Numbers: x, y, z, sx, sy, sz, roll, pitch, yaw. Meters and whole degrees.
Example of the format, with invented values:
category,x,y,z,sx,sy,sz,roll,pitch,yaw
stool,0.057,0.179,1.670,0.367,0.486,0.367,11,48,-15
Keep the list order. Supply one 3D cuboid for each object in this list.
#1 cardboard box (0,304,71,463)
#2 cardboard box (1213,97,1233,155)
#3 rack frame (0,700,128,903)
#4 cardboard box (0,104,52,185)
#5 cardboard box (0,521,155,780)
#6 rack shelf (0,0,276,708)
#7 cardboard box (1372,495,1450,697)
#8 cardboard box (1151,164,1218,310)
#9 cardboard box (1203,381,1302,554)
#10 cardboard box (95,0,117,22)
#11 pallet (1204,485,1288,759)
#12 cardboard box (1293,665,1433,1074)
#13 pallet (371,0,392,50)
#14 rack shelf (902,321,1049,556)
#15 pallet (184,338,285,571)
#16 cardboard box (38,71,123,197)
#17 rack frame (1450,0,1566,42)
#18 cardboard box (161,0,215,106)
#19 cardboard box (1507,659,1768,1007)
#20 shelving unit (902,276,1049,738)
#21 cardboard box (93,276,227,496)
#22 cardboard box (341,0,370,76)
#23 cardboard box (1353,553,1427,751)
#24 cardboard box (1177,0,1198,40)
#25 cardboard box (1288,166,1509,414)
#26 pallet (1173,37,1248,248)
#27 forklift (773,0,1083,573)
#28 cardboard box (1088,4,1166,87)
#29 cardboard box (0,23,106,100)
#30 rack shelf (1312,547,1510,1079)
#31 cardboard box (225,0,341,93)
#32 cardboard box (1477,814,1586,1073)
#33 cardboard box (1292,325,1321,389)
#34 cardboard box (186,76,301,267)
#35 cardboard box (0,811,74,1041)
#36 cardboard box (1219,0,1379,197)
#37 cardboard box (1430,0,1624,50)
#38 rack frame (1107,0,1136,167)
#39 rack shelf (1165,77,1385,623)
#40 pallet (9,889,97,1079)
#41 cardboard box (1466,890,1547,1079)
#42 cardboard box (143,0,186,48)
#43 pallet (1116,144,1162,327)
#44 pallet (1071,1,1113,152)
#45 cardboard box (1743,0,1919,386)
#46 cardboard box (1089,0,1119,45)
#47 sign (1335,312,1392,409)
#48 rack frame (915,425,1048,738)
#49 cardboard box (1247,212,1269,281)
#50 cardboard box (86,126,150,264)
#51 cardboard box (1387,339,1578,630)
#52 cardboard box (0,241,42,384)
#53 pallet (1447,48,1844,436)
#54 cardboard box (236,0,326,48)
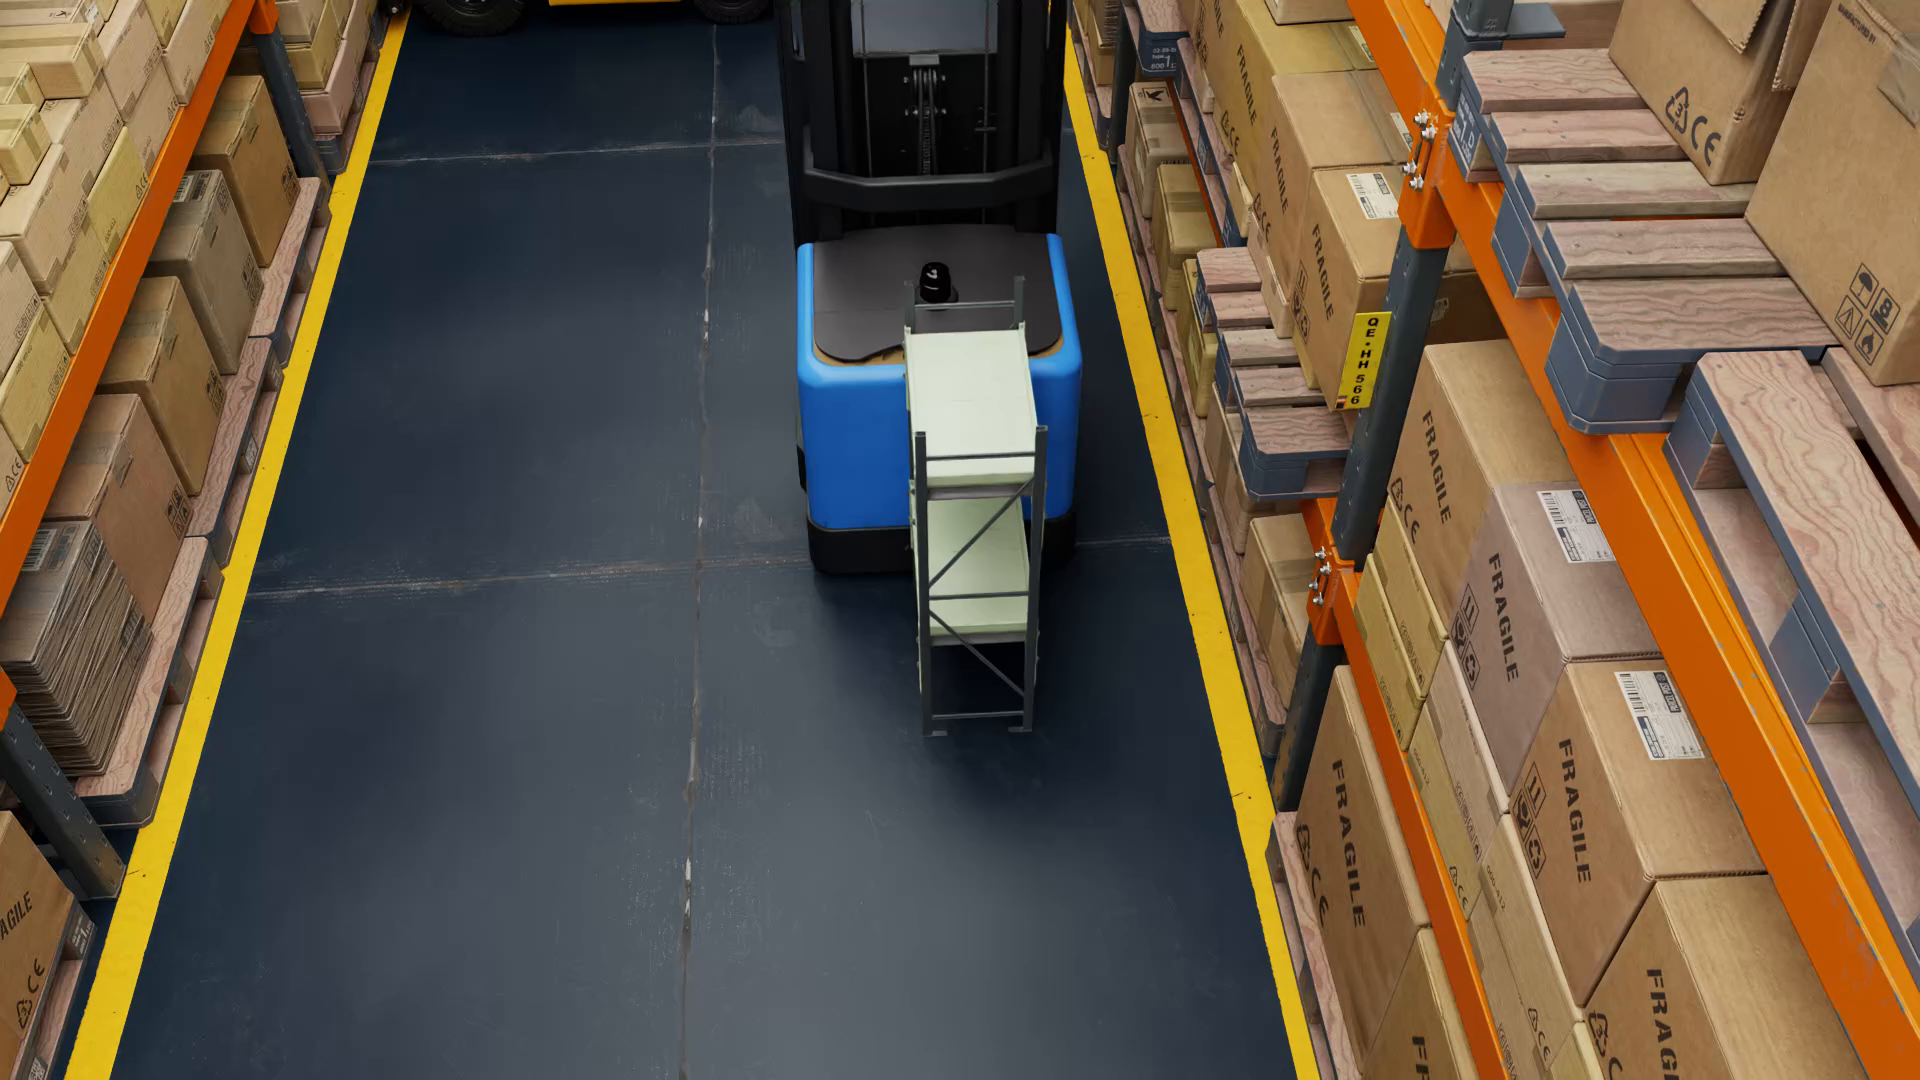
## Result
category,x,y,z,sx,sy,sz,roll,pitch,yaw
cardboard box,-3.171,-0.483,5.245,0.500,0.250,0.500,-4,47,-4
cardboard box,1.135,-1.536,6.023,0.380,0.149,0.250,-5,47,-5
rack frame,-3.340,0.165,4.528,1.000,3.000,0.127,-3,47,-3
cardboard box,-3.192,-1.274,5.375,0.380,0.149,0.250,-3,47,-2
cardboard box,-3.379,0.385,5.665,0.875,0.625,0.625,-2,47,-2
rack shelf,-3.508,-1.034,6.159,1.077,0.370,4.000,-3,47,-3
cardboard box,1.402,0.122,4.327,0.500,0.250,0.500,-4,47,-4
cardboard box,1.381,-1.375,7.507,0.950,0.372,0.625,-1,47,-1
cardboard box,1.498,-0.323,6.510,0.950,0.372,0.625,-4,47,-4
cardboard box,-3.304,-2.011,6.073,0.380,0.149,0.250,-4,47,-4
pallet,1.542,0.254,6.364,1.003,0.211,1.213,-3,47,-3
cardboard box,1.581,0.952,4.957,0.875,0.875,0.875,-4,47,-4
pallet,-3.805,-3.233,9.666,1.003,0.211,1.213,-3,47,-3
rack shelf,0.040,-0.345,5.507,0.431,0.370,0.720,-3,47,-3
pallet,-3.469,-0.355,6.940,1.003,0.211,1.213,-3,47,-3
cardboard box,-3.269,-1.401,5.770,0.500,0.250,0.500,-3,47,-3
rack frame,1.606,-2.202,2.638,1.000,3.000,0.127,-3,47,-3
cardboard box,-3.325,-1.965,6.648,0.500,0.250,0.500,-4,47,-4
cardboard box,1.482,0.588,3.370,0.500,0.500,0.500,-2,47,-2
shelving unit,0.040,-0.077,5.790,0.431,1.500,0.755,-3,47,-3
cardboard box,-3.498,-0.574,6.574,0.875,0.625,0.625,-5,47,-5
cardboard box,-3.444,-2.664,8.812,0.500,0.250,0.500,-4,47,-4
cardboard box,1.396,0.282,4.521,0.500,0.250,0.500,-4,47,-4
cardboard box,1.094,-2.237,6.239,0.500,0.500,0.500,-4,47,-4
cardboard box,1.291,-0.732,4.815,0.500,0.500,0.500,-5,47,-4
pallet,1.399,-1.503,6.240,1.003,0.211,1.213,-3,47,-3
forklift,-0.163,-1.944,6.572,1.130,2.935,3.031,-3,47,-3
cardboard box,0.953,-2.644,8.792,0.500,0.250,0.500,-2,47,-1
cardboard box,-3.189,-1.643,5.724,0.380,0.149,0.250,-5,47,-4
rack shelf,1.773,1.555,3.707,1.077,0.370,4.000,-3,47,-3
cardboard box,-3.408,-2.468,8.282,0.500,0.250,0.500,-4,47,-3
cardboard box,1.473,0.857,3.631,0.500,0.250,0.500,-4,47,-3
cardboard box,1.249,-0.610,5.145,0.380,0.149,0.250,-3,47,-3
cardboard box,-3.620,-1.680,7.621,0.875,0.625,0.625,-2,47,-2
cardboard box,-3.091,1.173,5.005,0.500,0.500,0.500,-2,47,-2
cardboard box,1.193,-1.471,5.514,0.500,0.500,0.500,-6,47,-6
cardboard box,1.370,-1.299,4.022,0.380,0.149,0.250,-3,47,-3
rack frame,1.271,-3.033,7.557,1.000,3.000,0.127,-3,47,-3
rack shelf,1.438,-1.339,6.448,1.077,0.370,4.000,-3,47,-3
pallet,-3.316,1.667,5.026,1.003,0.211,1.213,-3,47,-3
cardboard box,1.495,1.032,3.810,0.500,0.250,0.500,-2,47,-2
cardboard box,-3.329,-2.138,6.468,0.500,0.250,0.500,-5,47,-4
pallet,1.337,-1.511,8.036,1.003,0.211,1.213,-3,47,-3
pallet,1.179,-2.558,9.027,1.003,0.211,1.213,-3,47,-3
cardboard box,1.878,-0.645,2.871,0.700,0.500,0.500,-6,47,-5
cardboard box,0.954,-2.902,8.520,0.500,0.500,0.500,-4,47,-4
sign,1.066,-0.470,4.387,0.100,0.325,0.005,-3,47,-3
rack frame,0.064,0.188,5.539,0.400,1.500,0.023,-3,47,-3
cardboard box,1.170,-0.972,5.488,0.380,0.149,0.250,-5,47,-5
cardboard box,-3.263,-1.231,5.953,0.500,0.250,0.500,-2,47,-2
cardboard box,1.403,-0.146,4.065,0.500,0.500,0.500,-5,47,-5
cardboard box,-3.175,-0.653,5.062,0.500,0.250,0.500,-2,47,-2
pallet,1.712,-0.643,3.357,1.213,0.211,1.003,-2,47,-1
cardboard box,-3.403,-2.641,8.101,0.500,0.250,0.500,-4,47,-4
